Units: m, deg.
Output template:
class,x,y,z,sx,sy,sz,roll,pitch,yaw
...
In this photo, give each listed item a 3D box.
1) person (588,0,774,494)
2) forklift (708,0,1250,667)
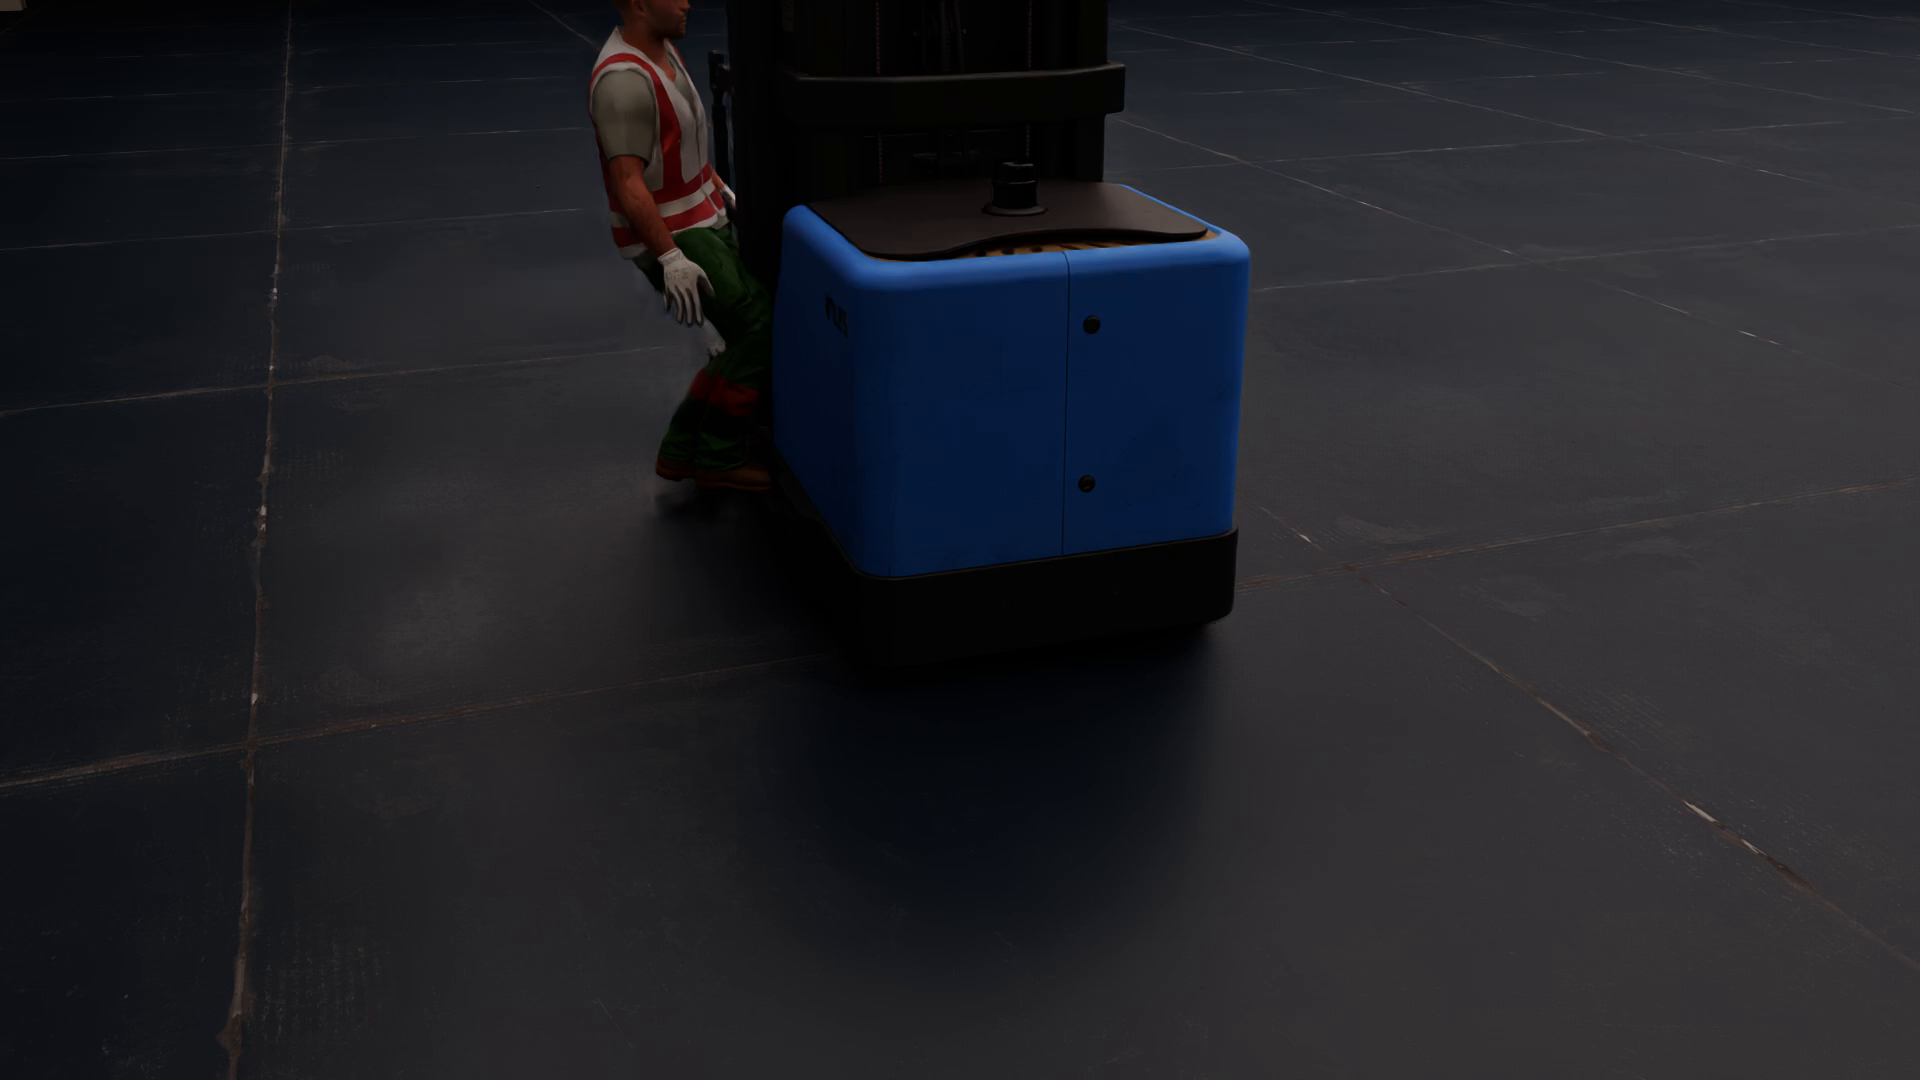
class,x,y,z,sx,sy,sz,roll,pitch,yaw
person,-0.771,-0.907,4.986,0.610,1.688,0.778,3,23,7
forklift,-0.209,-1.578,5.050,1.130,2.935,3.031,-7,24,-17
